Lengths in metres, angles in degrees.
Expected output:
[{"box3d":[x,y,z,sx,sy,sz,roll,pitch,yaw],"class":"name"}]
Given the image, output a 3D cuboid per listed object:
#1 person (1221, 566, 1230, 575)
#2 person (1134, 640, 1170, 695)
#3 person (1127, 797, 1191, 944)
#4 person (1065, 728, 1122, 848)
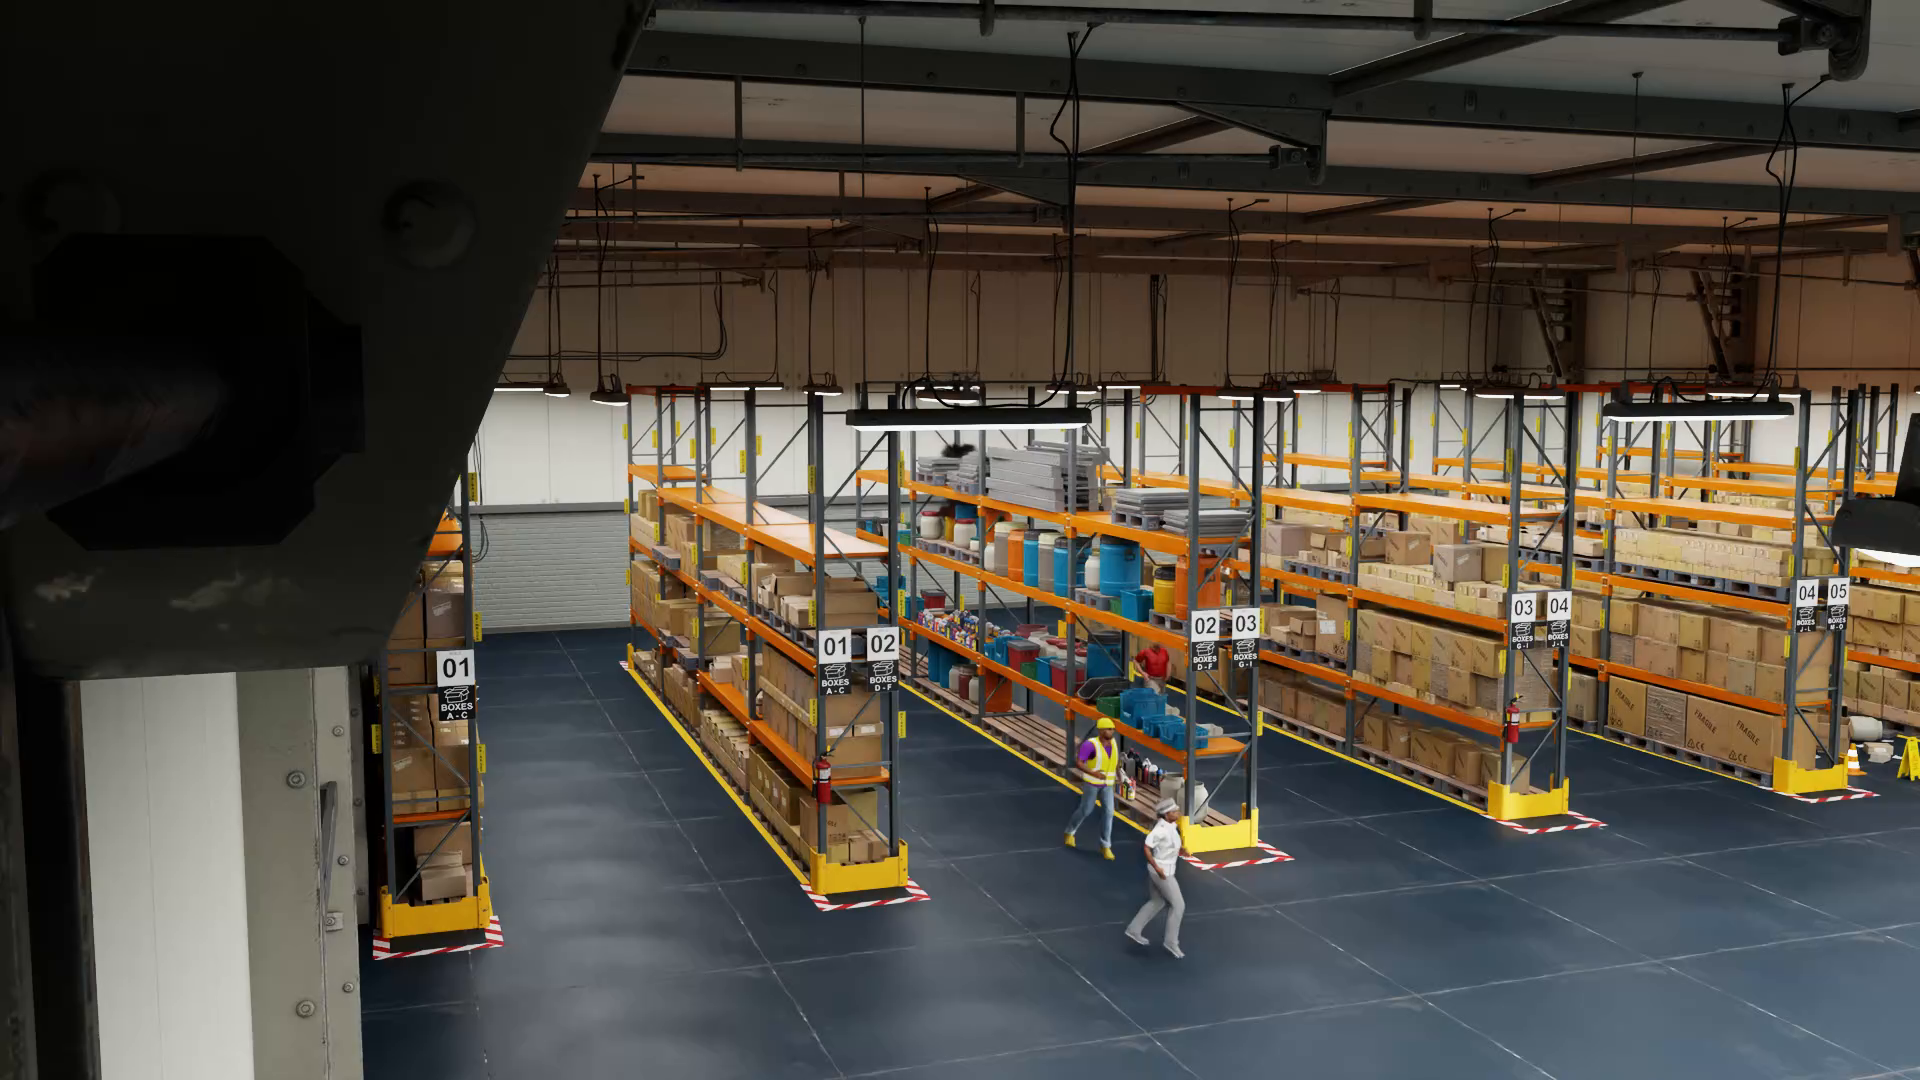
[{"box3d":[6.320,1.308,40.167,0.772,1.739,1.029,3,7,25],"class":"person"},{"box3d":[3.412,2.507,29.107,0.636,1.730,1.063,-4,7,-32],"class":"person"},{"box3d":[2.159,3.555,18.039,0.678,1.593,0.601,1,6,11],"class":"person"},{"box3d":[1.817,3.165,21.806,0.758,1.642,0.719,-3,7,-29],"class":"person"}]
